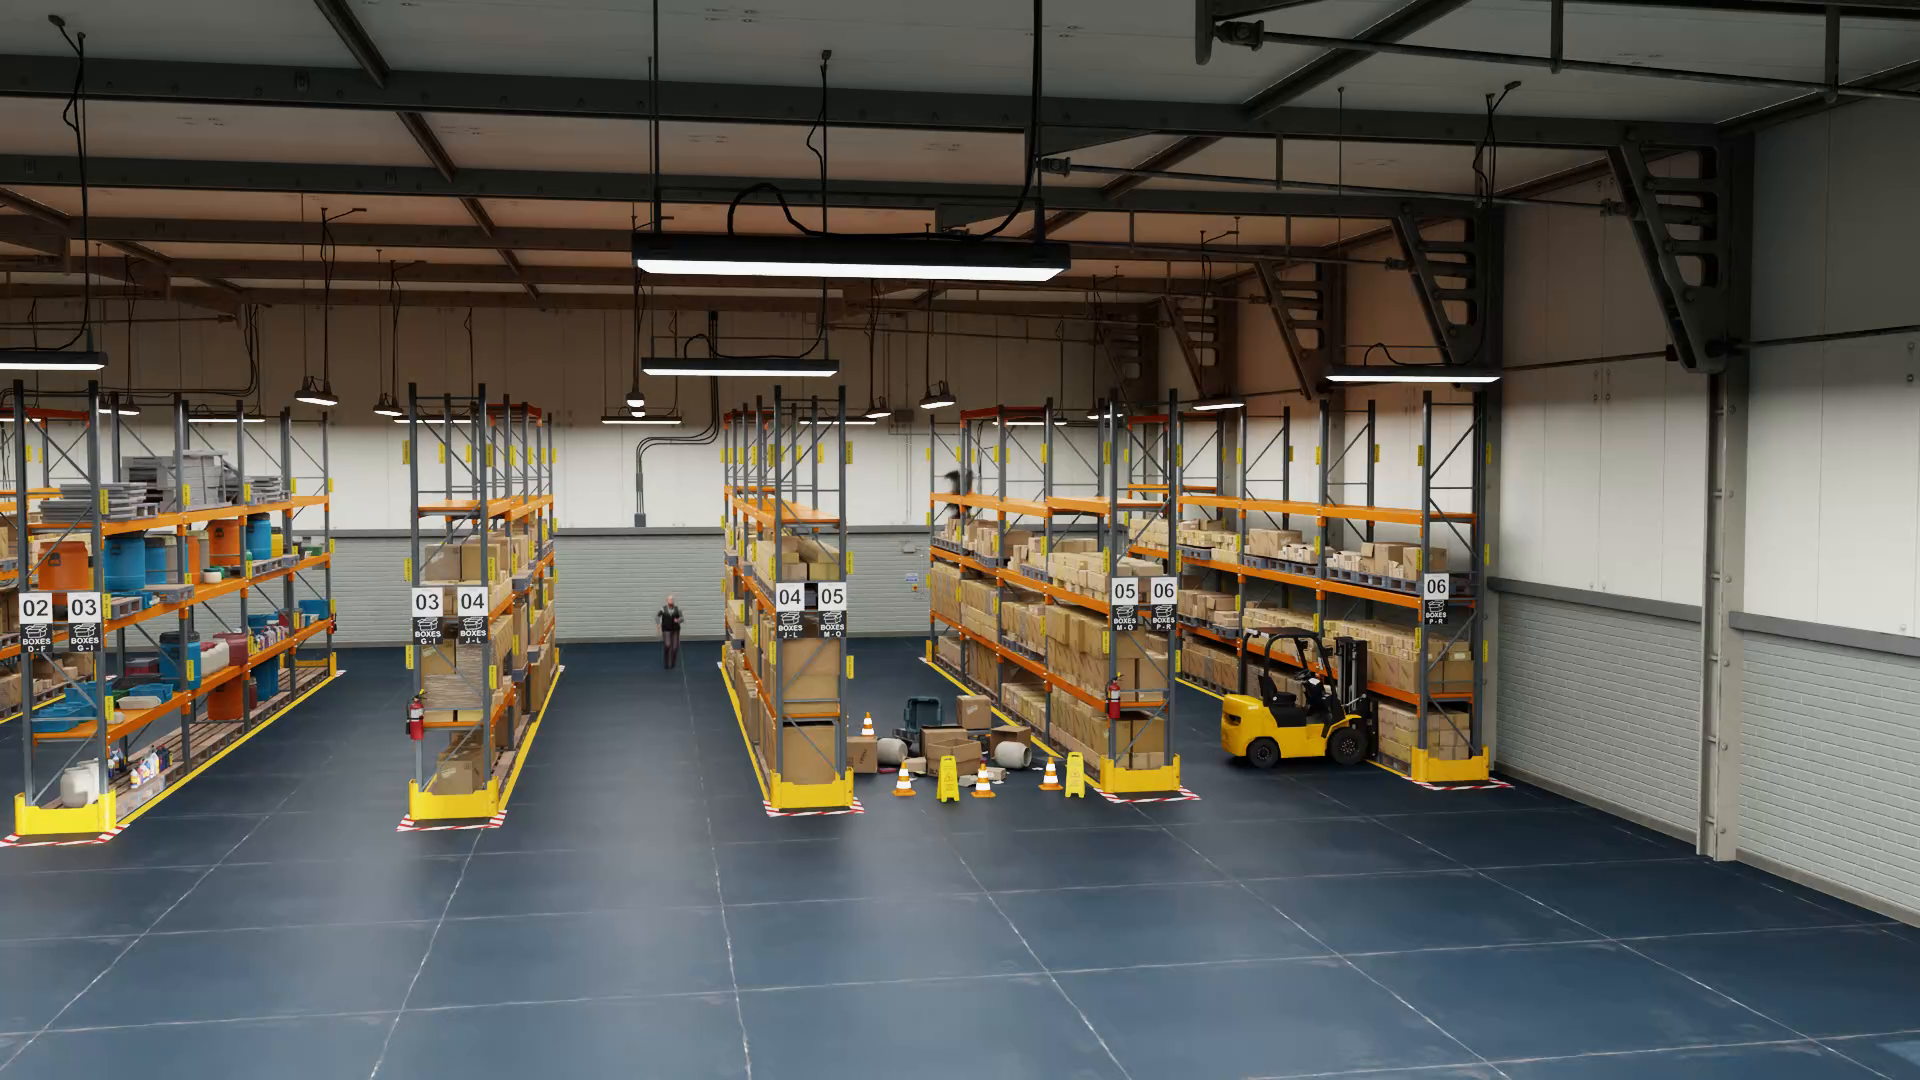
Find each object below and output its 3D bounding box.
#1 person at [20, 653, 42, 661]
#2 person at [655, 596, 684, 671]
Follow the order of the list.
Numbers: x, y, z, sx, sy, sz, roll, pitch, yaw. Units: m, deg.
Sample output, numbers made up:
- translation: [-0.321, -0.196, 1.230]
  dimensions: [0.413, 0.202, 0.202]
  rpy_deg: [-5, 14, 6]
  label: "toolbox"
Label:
- translation: [-21.370, 2.325, 38.366]
  dimensions: [0.880, 1.455, 0.570]
  rpy_deg: [1, 3, 14]
  label: "person"
- translation: [-6.777, 2.177, 38.915]
  dimensions: [0.647, 1.746, 0.724]
  rpy_deg: [-1, 3, -17]
  label: "person"
